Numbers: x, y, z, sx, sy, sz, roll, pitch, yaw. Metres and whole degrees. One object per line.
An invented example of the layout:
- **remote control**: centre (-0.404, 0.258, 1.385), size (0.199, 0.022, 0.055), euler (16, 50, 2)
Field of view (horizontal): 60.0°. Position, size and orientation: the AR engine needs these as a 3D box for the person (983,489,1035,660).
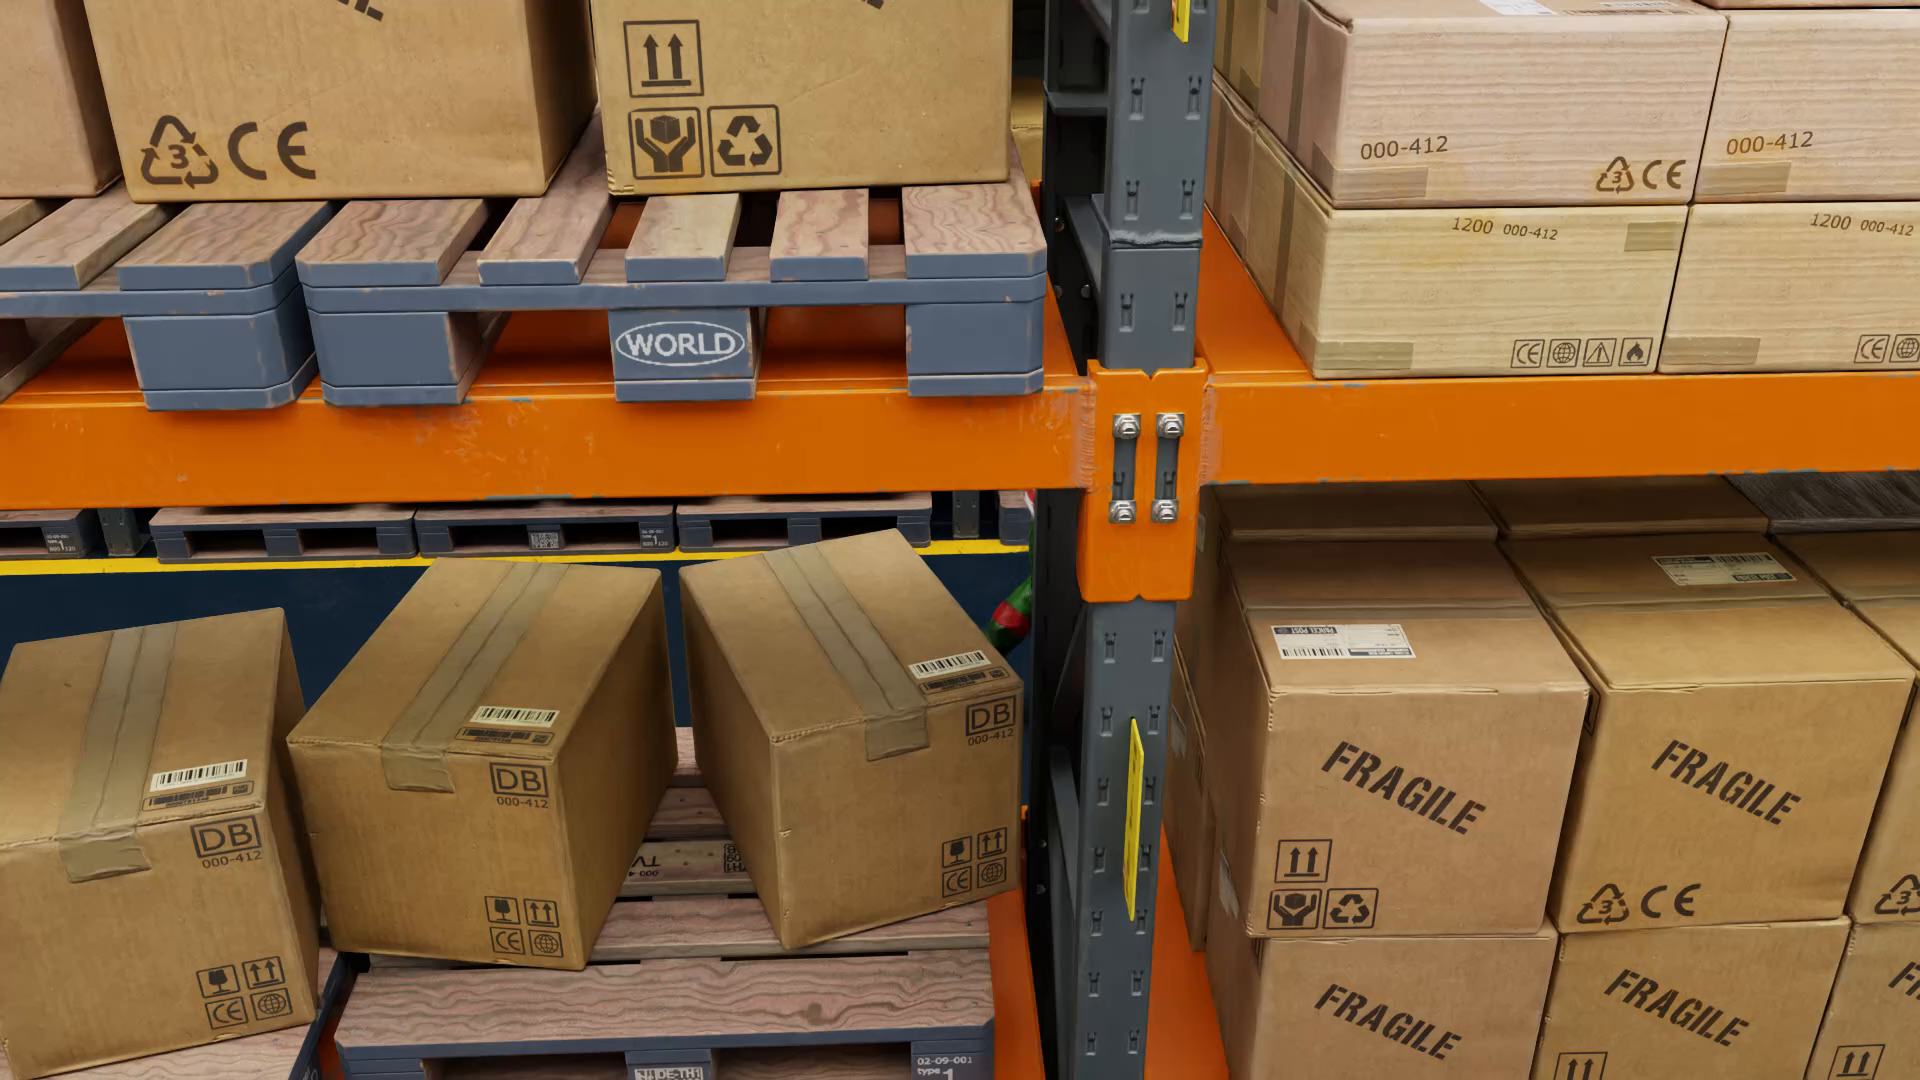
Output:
- **person**: centre (0.325, -0.089, 6.244), size (0.601, 1.785, 0.622), euler (-7, 28, -13)
